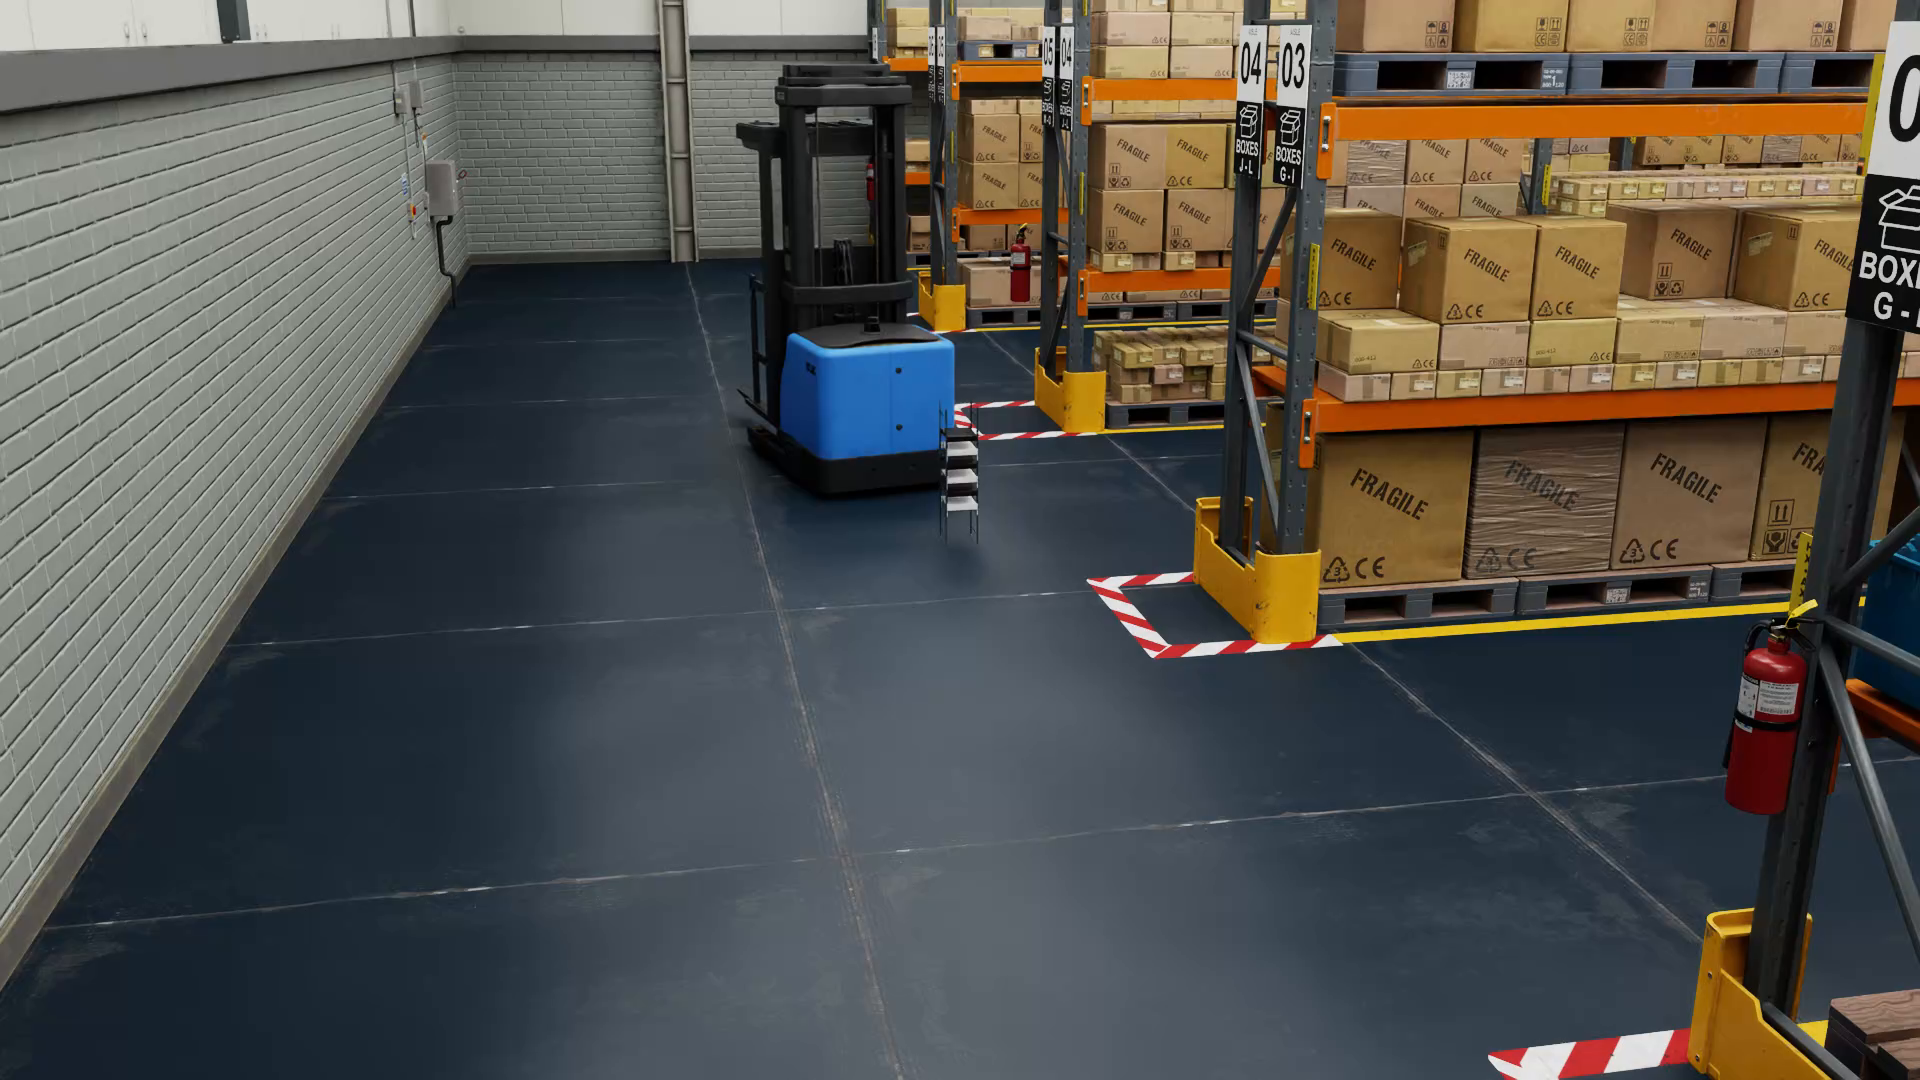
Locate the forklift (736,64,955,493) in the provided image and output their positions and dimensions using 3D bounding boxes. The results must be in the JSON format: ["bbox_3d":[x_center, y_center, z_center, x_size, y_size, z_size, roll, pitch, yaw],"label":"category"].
[{"bbox_3d":[-1.040,-2.121,12.726,1.130,2.935,3.031,-7,18,-21],"label":"forklift"}]

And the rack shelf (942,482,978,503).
[{"bbox_3d":[-0.008,-0.312,10.714,0.200,0.077,0.258,-3,17,-10],"label":"rack shelf"}]

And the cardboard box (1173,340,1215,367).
[{"bbox_3d":[1.951,-1.563,13.918,0.250,0.149,0.380,-3,17,-11],"label":"cardboard box"}]

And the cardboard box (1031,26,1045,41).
[{"bbox_3d":[0.927,-5.460,17.913,0.250,0.149,0.380,-3,17,-8],"label":"cardboard box"}]

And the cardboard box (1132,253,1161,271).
[{"bbox_3d":[1.475,-2.311,13.656,0.250,0.149,0.380,-3,17,-8],"label":"cardboard box"}]

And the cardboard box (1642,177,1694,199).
[{"bbox_3d":[6.025,-3.003,14.180,0.250,0.149,0.380,-3,17,-11],"label":"cardboard box"}]

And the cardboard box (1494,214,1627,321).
[{"bbox_3d":[3.216,-1.483,9.002,0.500,0.500,0.500,-4,17,-12],"label":"cardboard box"}]

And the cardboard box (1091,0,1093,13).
[{"bbox_3d":[1.124,-4.377,13.569,0.250,0.149,0.380,-3,17,-11],"label":"cardboard box"}]

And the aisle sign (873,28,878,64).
[{"bbox_3d":[-1.142,-6.488,22.399,0.004,0.787,0.394,-3,17,-10],"label":"aisle sign"}]

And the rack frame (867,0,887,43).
[{"bbox_3d":[-1.131,-8.202,22.188,0.127,3.000,1.000,-3,17,-10],"label":"rack frame"}]

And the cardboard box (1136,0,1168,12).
[{"bbox_3d":[1.468,-4.235,13.108,0.250,0.149,0.380,-3,17,-8],"label":"cardboard box"}]

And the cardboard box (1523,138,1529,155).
[{"bbox_3d":[6.220,-4.714,19.177,0.500,0.500,0.500,-3,17,-10],"label":"cardboard box"}]

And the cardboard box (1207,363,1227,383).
[{"bbox_3d":[2.192,-1.438,14.020,0.250,0.149,0.380,-3,17,-9],"label":"cardboard box"}]

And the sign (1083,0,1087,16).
[{"bbox_3d":[0.956,-4.177,12.705,0.005,0.325,0.100,-3,17,-10],"label":"sign"}]

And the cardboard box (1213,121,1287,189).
[{"bbox_3d":[2.353,-3.151,13.581,0.500,0.500,0.500,-4,17,-12],"label":"cardboard box"}]

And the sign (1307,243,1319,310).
[{"bbox_3d":[1.794,-1.338,8.449,0.005,0.325,0.100,-3,17,-10],"label":"sign"}]

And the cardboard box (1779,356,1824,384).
[{"bbox_3d":[4.628,-0.995,9.369,0.250,0.149,0.380,-3,17,-9],"label":"cardboard box"}]

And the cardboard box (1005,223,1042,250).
[{"bbox_3d":[0.873,-4.384,23.517,0.500,0.500,0.500,-3,17,-9],"label":"cardboard box"}]

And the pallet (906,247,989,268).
[{"bbox_3d":[-0.273,-4.050,23.638,1.213,0.211,1.003,-3,17,-10],"label":"pallet"}]

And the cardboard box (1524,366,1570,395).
[{"bbox_3d":[3.114,-0.909,9.090,0.250,0.149,0.380,-4,17,-12],"label":"cardboard box"}]

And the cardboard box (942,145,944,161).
[{"bbox_3d":[-0.139,-5.380,22.969,0.500,0.250,0.500,-3,17,-10],"label":"cardboard box"}]

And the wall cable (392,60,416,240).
[{"bbox_3d":[-5.717,-4.083,17.213,0.123,1.953,0.585,-3,17,-10],"label":"wall cable"}]

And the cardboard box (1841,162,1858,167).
[{"bbox_3d":[10.635,-4.510,20.098,0.250,0.149,0.380,-4,17,-11],"label":"cardboard box"}]

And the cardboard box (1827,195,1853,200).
[{"bbox_3d":[7.544,-2.947,14.504,0.250,0.149,0.380,-3,17,-10],"label":"cardboard box"}]

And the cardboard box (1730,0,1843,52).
[{"bbox_3d":[4.336,-2.910,9.012,0.500,0.500,0.700,-2,17,-8],"label":"cardboard box"}]

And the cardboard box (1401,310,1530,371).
[{"bbox_3d":[2.726,-1.097,9.022,0.500,0.250,0.500,-3,17,-11],"label":"cardboard box"}]

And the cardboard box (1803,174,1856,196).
[{"bbox_3d":[7.548,-3.089,14.460,0.250,0.149,0.380,-3,17,-9],"label":"cardboard box"}]

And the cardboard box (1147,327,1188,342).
[{"bbox_3d":[1.813,-1.755,14.545,0.250,0.149,0.380,-4,17,-12],"label":"cardboard box"}]

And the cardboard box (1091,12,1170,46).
[{"bbox_3d":[1.343,-4.033,13.129,0.500,0.250,0.500,-3,17,-10],"label":"cardboard box"}]

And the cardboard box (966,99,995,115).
[{"bbox_3d":[0.216,-4.679,17.959,0.250,0.149,0.380,-3,17,-9],"label":"cardboard box"}]

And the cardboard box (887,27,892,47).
[{"bbox_3d":[-0.745,-6.942,22.943,0.500,0.250,0.500,-4,17,-11],"label":"cardboard box"}]

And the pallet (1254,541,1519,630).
[{"bbox_3d":[2.465,0.220,9.738,1.213,0.211,1.003,-3,17,-10],"label":"pallet"}]

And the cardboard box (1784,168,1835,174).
[{"bbox_3d":[7.712,-3.295,15.129,0.250,0.149,0.380,-3,17,-11],"label":"cardboard box"}]

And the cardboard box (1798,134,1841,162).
[{"bbox_3d":[10.192,-4.816,19.989,0.500,0.500,0.500,-3,17,-9],"label":"cardboard box"}]

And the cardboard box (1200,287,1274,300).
[{"bbox_3d":[3.105,-3.098,19.438,0.875,0.438,0.875,-3,17,-11],"label":"cardboard box"}]

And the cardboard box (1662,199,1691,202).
[{"bbox_3d":[6.017,-2.861,14.224,0.250,0.149,0.380,-4,18,-13],"label":"cardboard box"}]

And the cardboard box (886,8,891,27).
[{"bbox_3d":[-0.747,-7.183,22.876,0.500,0.250,0.500,-4,17,-12],"label":"cardboard box"}]

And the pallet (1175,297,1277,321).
[{"bbox_3d":[2.981,-2.773,19.481,1.213,0.211,1.003,-3,17,-10],"label":"pallet"}]

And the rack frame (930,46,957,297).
[{"bbox_3d":[-0.185,-3.903,18.411,0.127,3.000,1.000,-3,17,-10],"label":"rack frame"}]

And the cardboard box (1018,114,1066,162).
[{"bbox_3d":[0.846,-4.404,18.170,0.500,0.500,0.500,-4,17,-12],"label":"cardboard box"}]

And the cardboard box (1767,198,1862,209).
[{"bbox_3d":[5.103,-1.745,9.857,0.500,0.500,0.500,-3,17,-10],"label":"cardboard box"}]

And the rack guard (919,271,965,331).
[{"bbox_3d":[-0.209,-2.707,18.774,0.348,0.500,1.175,-3,17,-10],"label":"rack guard"}]

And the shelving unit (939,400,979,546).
[{"bbox_3d":[-0.008,-0.430,10.678,0.210,0.900,0.258,-3,17,-10],"label":"shelving unit"}]

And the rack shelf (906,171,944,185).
[{"bbox_3d":[0.833,-5.101,23.537,4.000,0.370,1.077,-3,17,-10],"label":"rack shelf"}]

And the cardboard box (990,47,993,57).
[{"bbox_3d":[0.485,-6.662,22.714,0.250,0.149,0.380,-3,17,-11],"label":"cardboard box"}]

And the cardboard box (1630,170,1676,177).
[{"bbox_3d":[6.155,-3.205,14.836,0.250,0.149,0.380,-4,17,-12],"label":"cardboard box"}]

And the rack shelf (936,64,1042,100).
[{"bbox_3d":[1.778,-5.105,18.439,4.000,0.370,1.077,-3,17,-10],"label":"rack shelf"}]

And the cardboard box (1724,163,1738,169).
[{"bbox_3d":[9.081,-4.447,19.895,0.250,0.149,0.380,-2,17,-7],"label":"cardboard box"}]

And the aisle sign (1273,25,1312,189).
[{"bbox_3d":[1.681,-2.199,8.434,0.004,0.787,0.394,-3,17,-10],"label":"aisle sign"}]

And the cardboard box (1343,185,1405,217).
[{"bbox_3d":[3.360,-2.730,13.916,0.500,0.500,0.500,-3,17,-11],"label":"cardboard box"}]

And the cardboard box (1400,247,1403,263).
[{"bbox_3d":[3.772,-2.463,14.150,0.250,0.149,0.380,-4,17,-12],"label":"cardboard box"}]

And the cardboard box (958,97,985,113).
[{"bbox_3d":[0.129,-4.817,18.407,0.250,0.149,0.380,-3,17,-10],"label":"cardboard box"}]

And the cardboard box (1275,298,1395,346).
[{"bbox_3d":[2.120,-1.220,9.425,0.500,0.250,0.500,-4,17,-11],"label":"cardboard box"}]

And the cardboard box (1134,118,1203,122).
[{"bbox_3d":[1.753,-3.275,13.987,0.500,0.500,0.500,-4,17,-12],"label":"cardboard box"}]

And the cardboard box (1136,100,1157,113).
[{"bbox_3d":[1.994,-4.782,18.294,0.250,0.149,0.380,-3,17,-10],"label":"cardboard box"}]

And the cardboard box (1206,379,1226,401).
[{"bbox_3d":[2.184,-1.293,14.054,0.250,0.149,0.380,-3,17,-10],"label":"cardboard box"}]
